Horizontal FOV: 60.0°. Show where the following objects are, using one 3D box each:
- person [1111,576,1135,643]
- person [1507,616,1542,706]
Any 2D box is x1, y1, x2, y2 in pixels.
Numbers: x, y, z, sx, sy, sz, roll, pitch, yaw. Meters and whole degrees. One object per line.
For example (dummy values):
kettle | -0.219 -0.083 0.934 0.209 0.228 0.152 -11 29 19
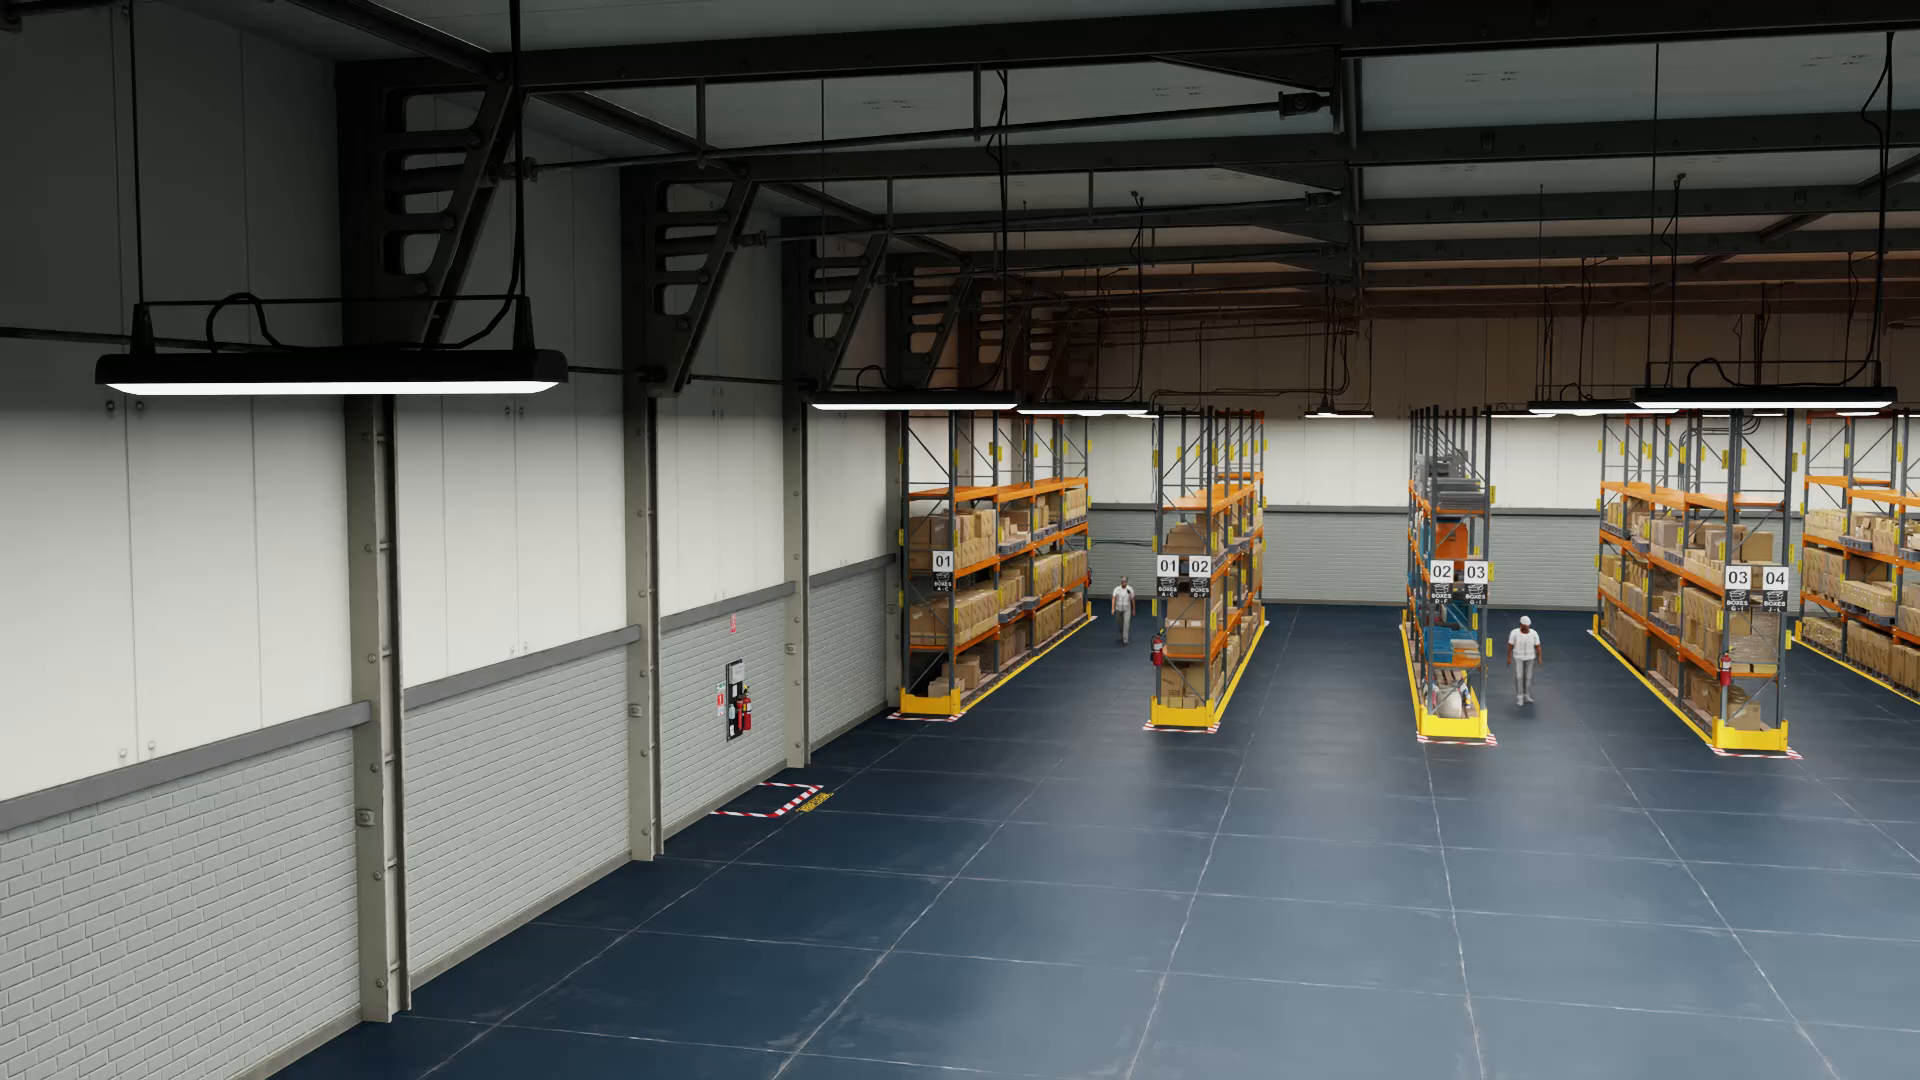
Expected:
person | 4.221 1.768 42.979 0.595 1.696 1.099 1 4 11
person | 11.420 2.441 33.632 0.661 1.826 0.518 1 4 8
